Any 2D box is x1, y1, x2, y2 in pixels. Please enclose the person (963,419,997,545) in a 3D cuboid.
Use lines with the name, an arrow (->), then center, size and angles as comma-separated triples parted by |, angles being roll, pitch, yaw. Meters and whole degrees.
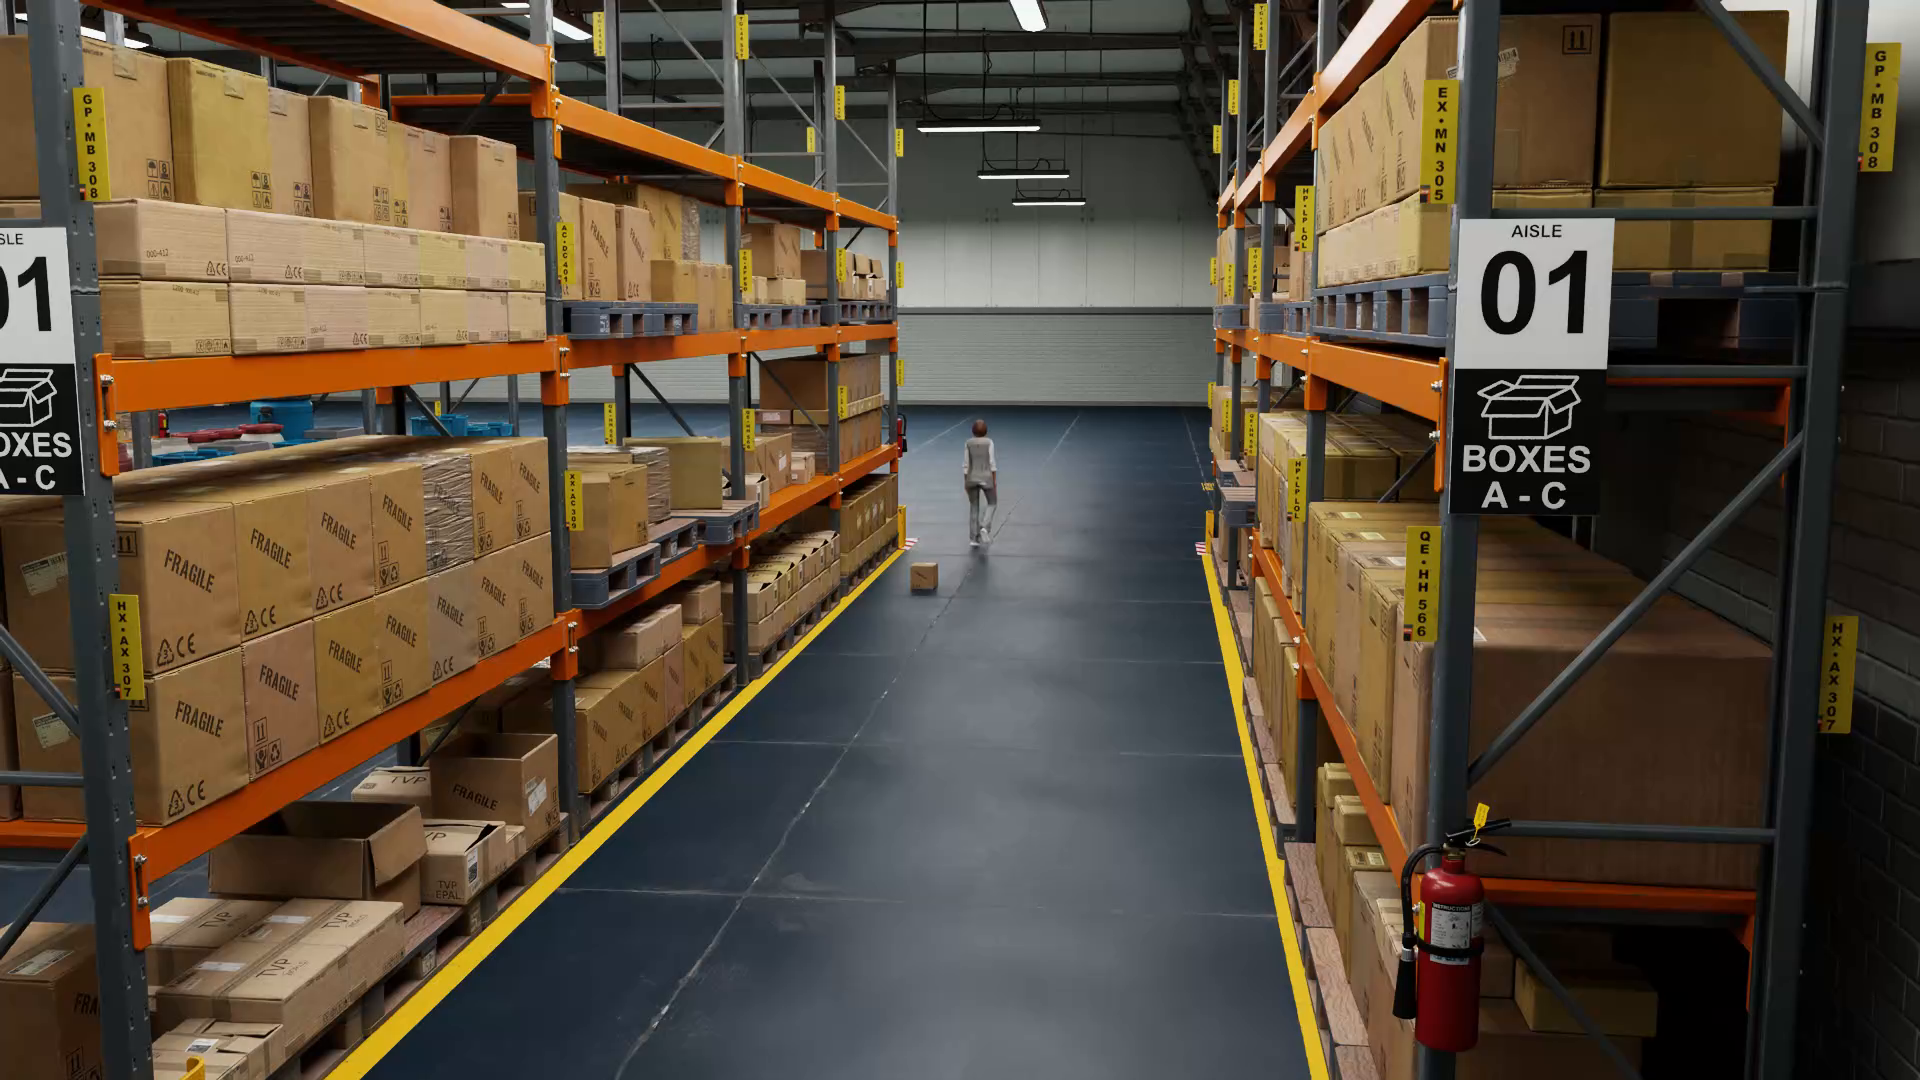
person -> 0.258, -0.722, 20.951 | 0.442, 1.595, 0.404 | 1, 8, 10
